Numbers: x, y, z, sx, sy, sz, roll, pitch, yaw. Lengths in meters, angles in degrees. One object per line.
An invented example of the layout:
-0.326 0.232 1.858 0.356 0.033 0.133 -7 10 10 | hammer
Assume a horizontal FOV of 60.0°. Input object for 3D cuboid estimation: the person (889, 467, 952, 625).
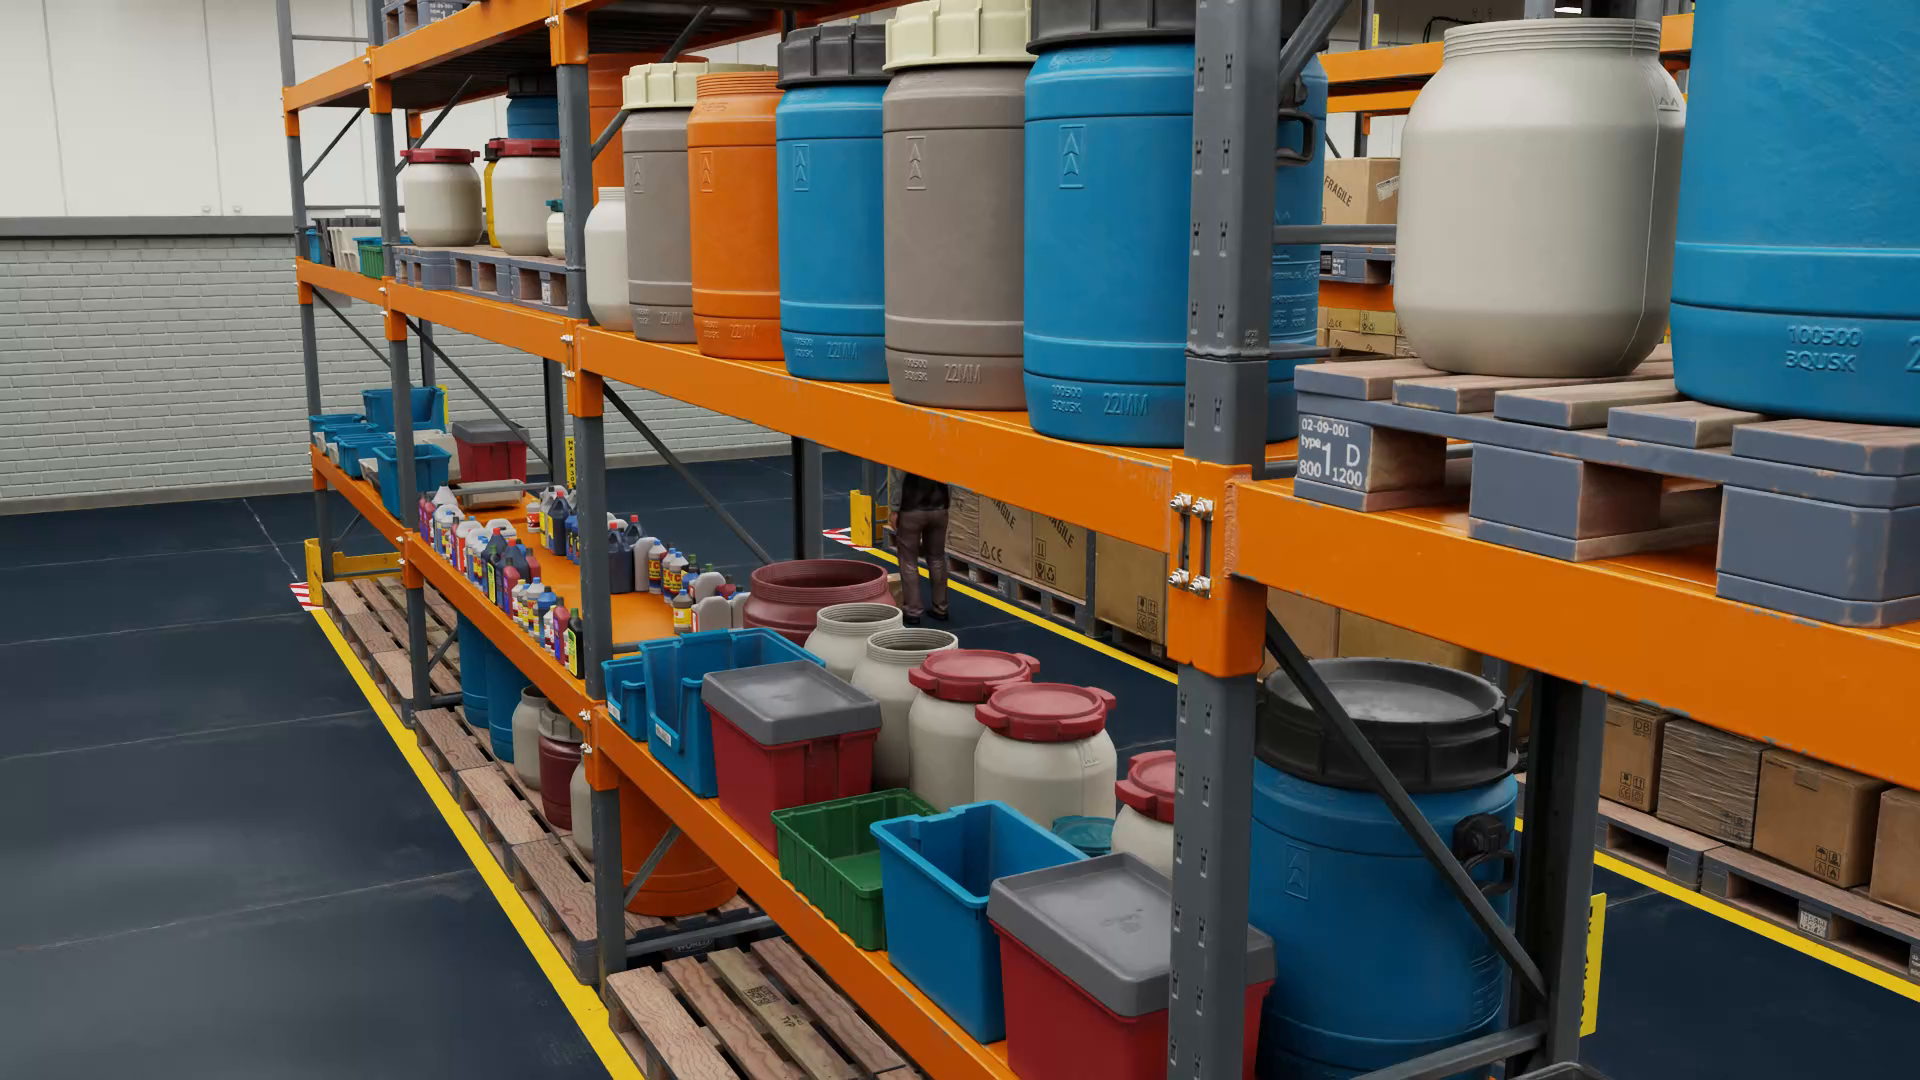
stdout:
-0.318 -0.204 13.037 0.533 1.717 0.347 -6 13 -27 | person
